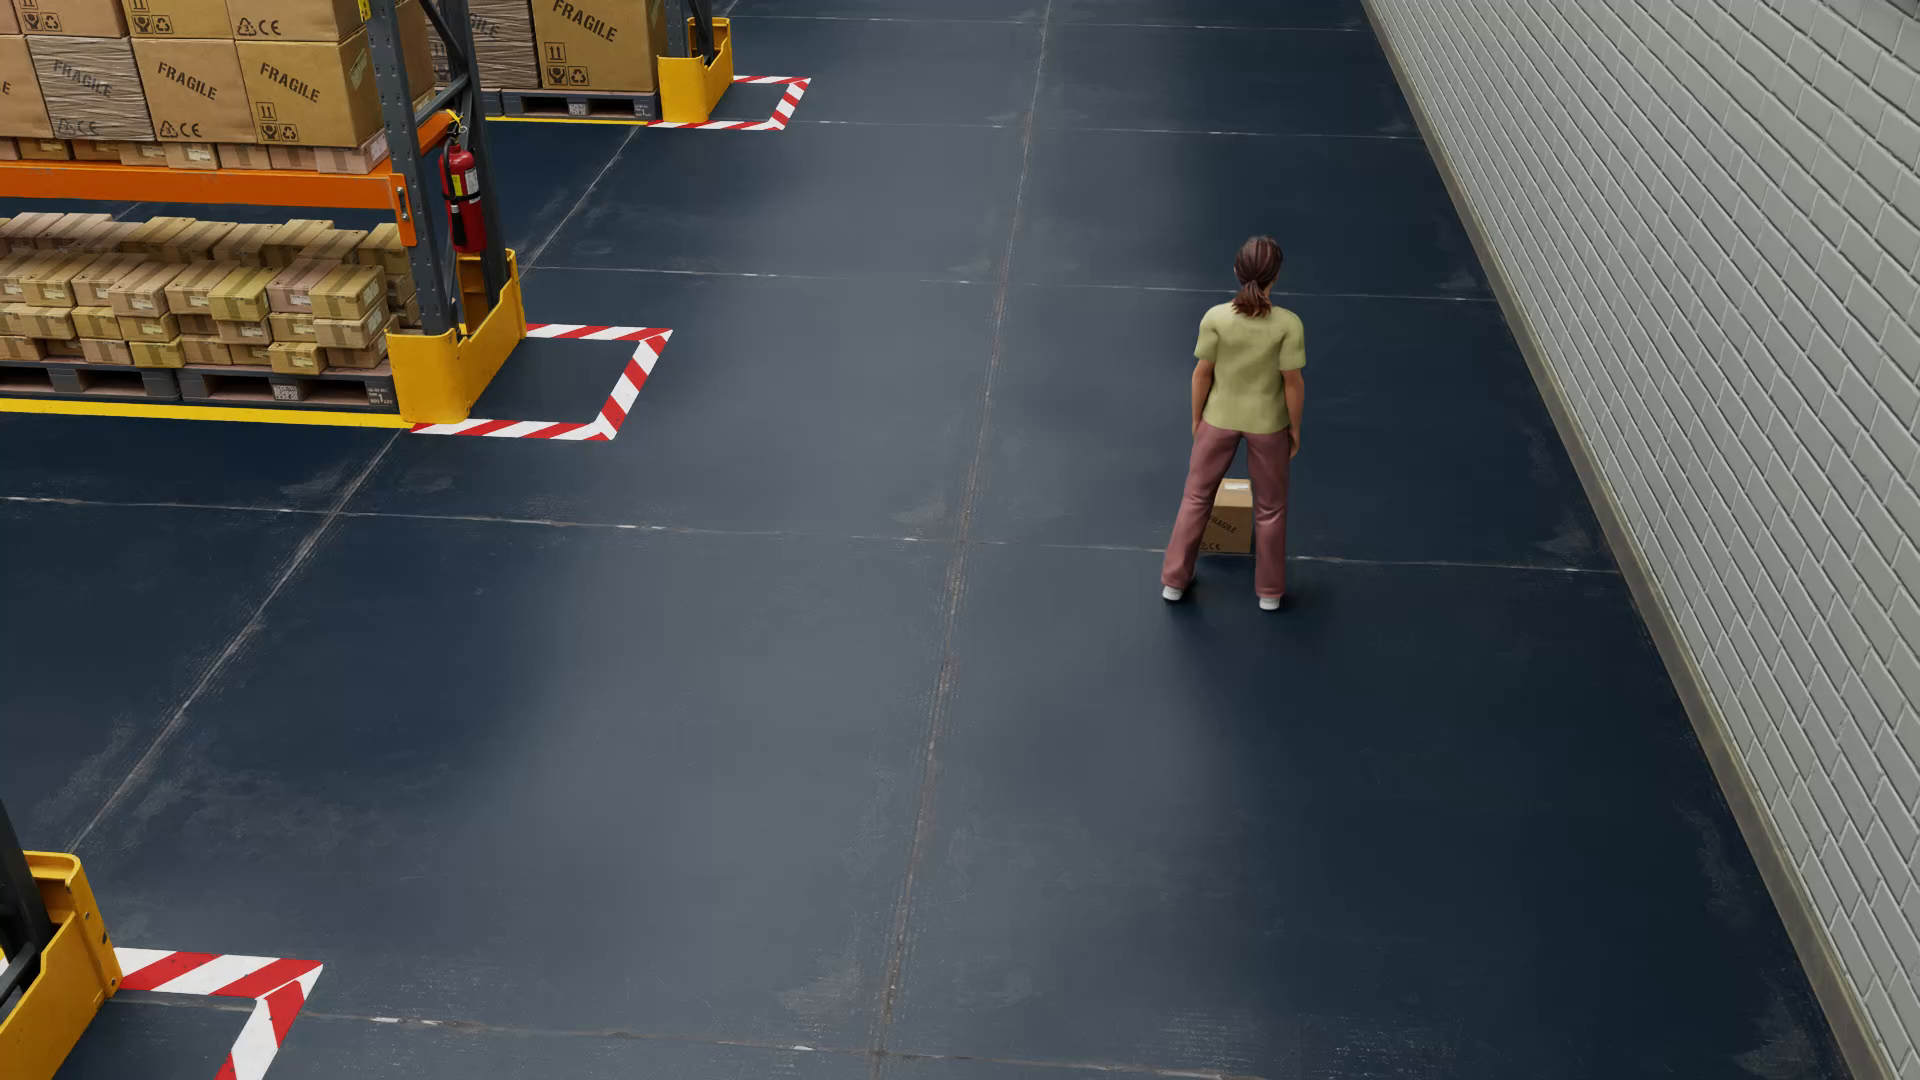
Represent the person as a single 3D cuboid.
[{"bbox_3d":[1.161,-0.475,6.889,0.540,1.676,0.402,9,33,13],"label":"person"}]
